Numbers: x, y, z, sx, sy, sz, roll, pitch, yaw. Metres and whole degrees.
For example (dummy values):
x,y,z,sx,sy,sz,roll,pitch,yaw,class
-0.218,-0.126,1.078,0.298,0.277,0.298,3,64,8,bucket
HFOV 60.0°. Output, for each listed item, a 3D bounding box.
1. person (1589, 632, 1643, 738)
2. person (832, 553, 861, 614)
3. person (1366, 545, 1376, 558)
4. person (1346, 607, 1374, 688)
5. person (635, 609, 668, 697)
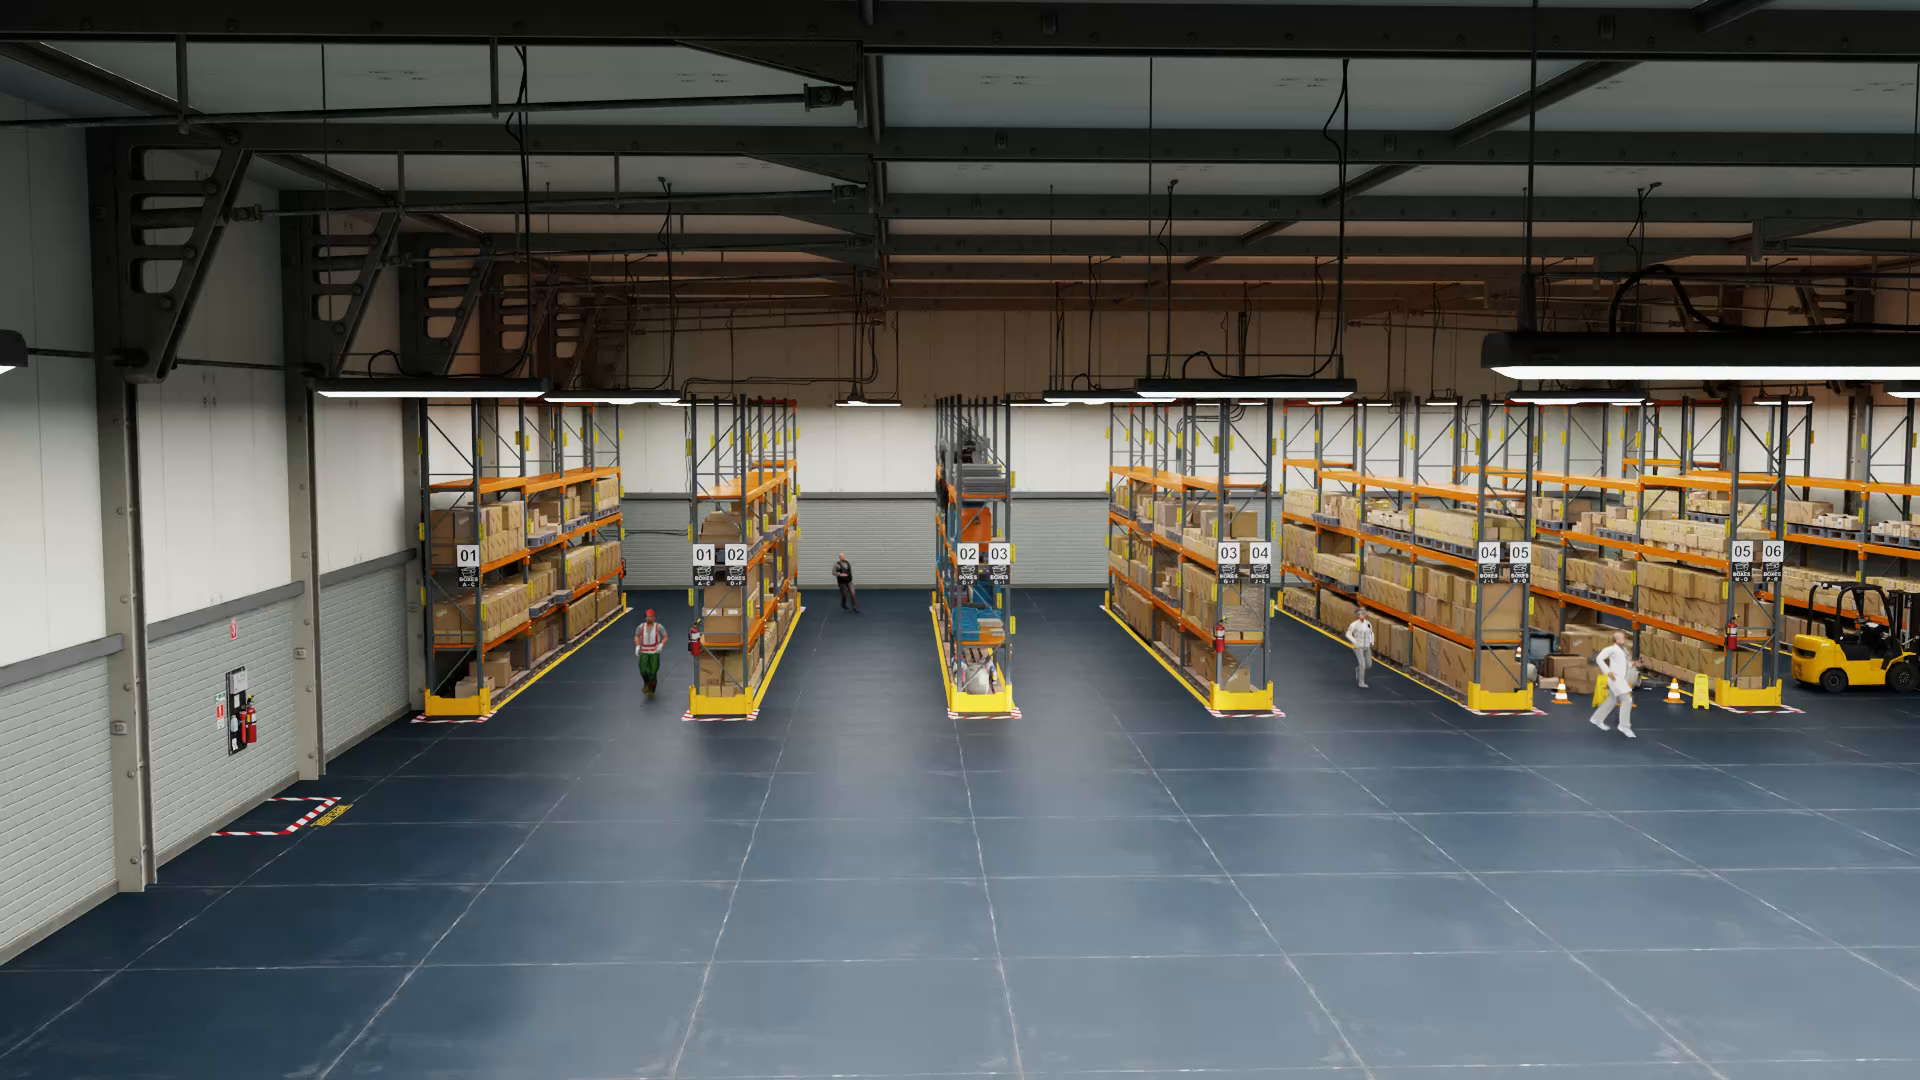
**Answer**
x,y,z,sx,sy,sz,roll,pitch,yaw,class
11.546,2.534,29.286,0.882,1.850,0.688,3,6,36,person
-3.278,1.208,46.730,0.706,1.699,0.890,-2,5,-27,person
12.355,0.961,50.001,0.691,1.656,0.534,-1,5,-16,person
8.262,2.197,34.320,0.610,1.649,0.609,-1,5,-15,person
-6.137,2.250,33.009,0.668,1.749,0.583,0,5,-3,person
